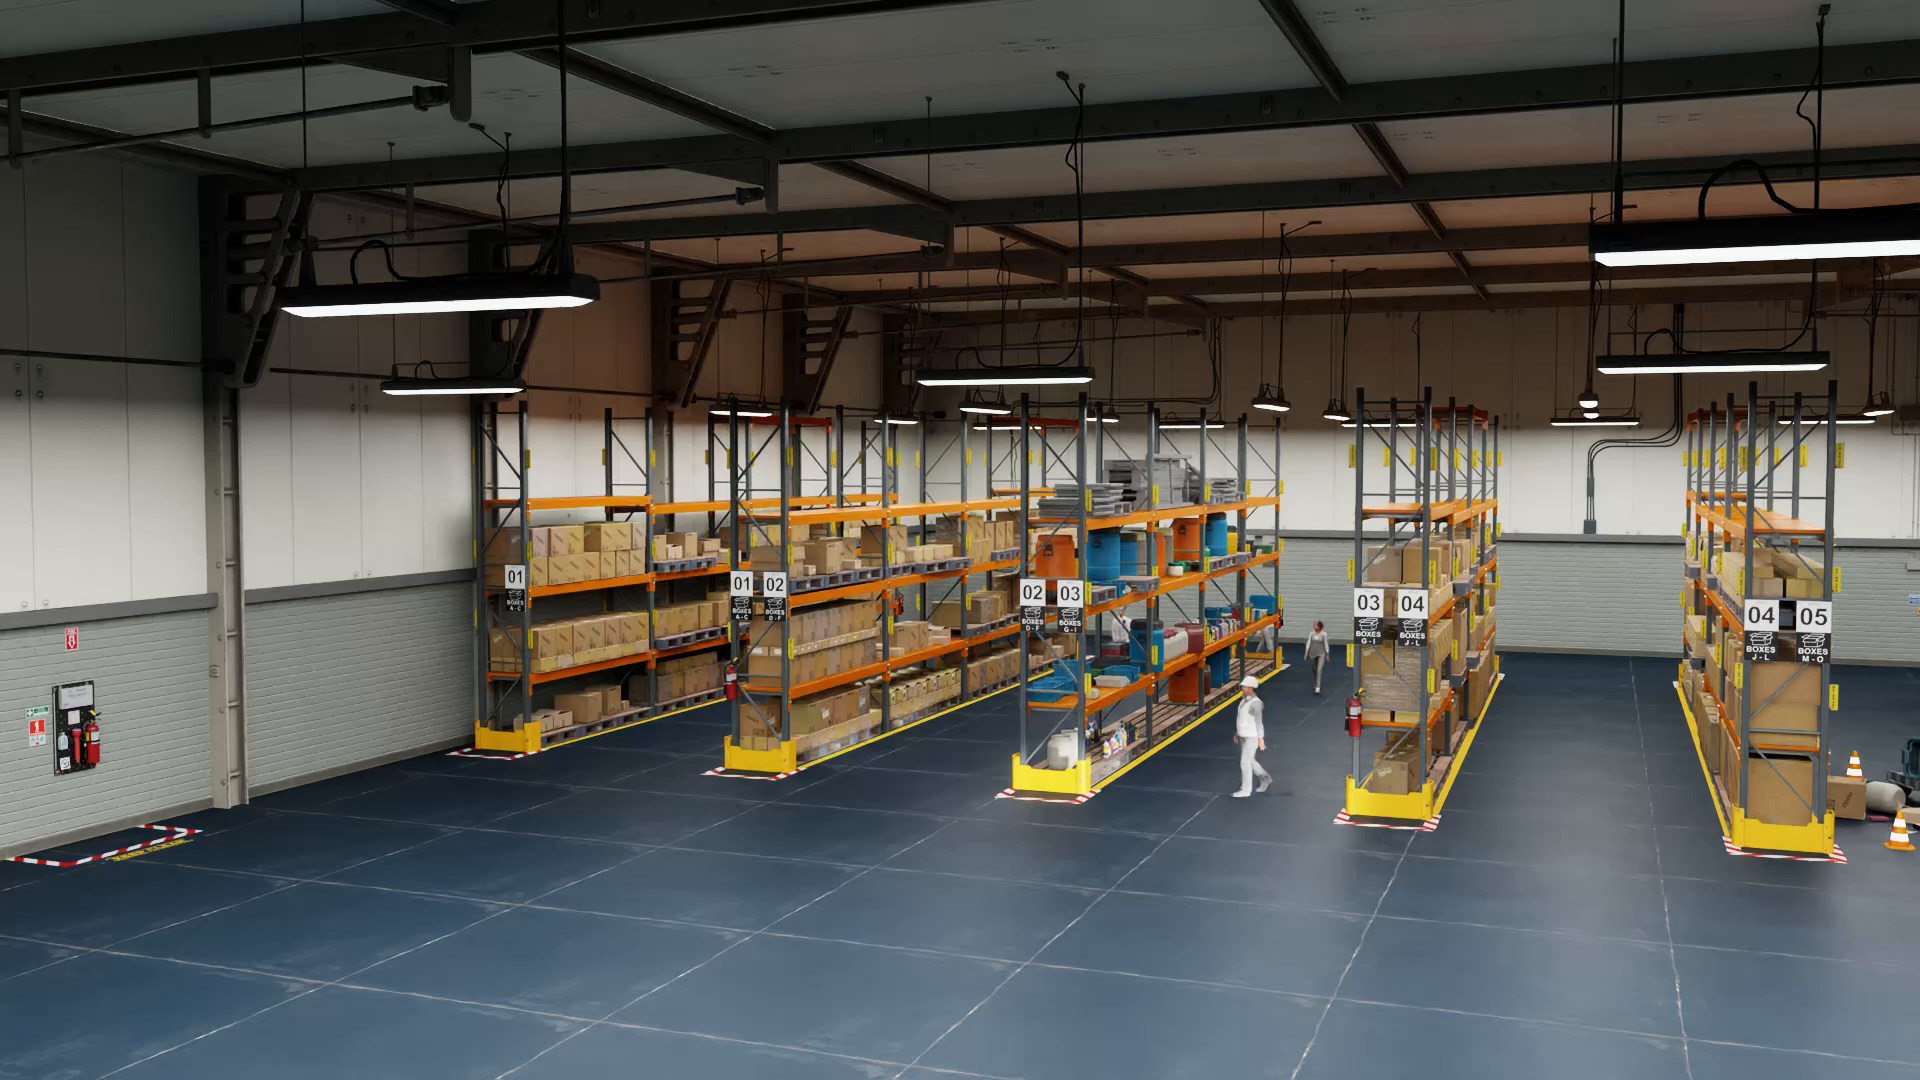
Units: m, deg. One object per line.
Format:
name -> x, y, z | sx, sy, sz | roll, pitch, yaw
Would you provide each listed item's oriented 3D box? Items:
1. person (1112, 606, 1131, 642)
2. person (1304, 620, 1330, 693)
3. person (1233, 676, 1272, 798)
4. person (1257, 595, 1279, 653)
person -> 3.744, 2.301, 38.423 | 0.469, 1.622, 1.061 | 0, 3, 10
person -> 7.667, 2.480, 35.701 | 0.511, 1.532, 0.998 | 1, 3, 20
person -> 4.353, 2.907, 24.743 | 0.729, 1.767, 0.531 | -1, 3, -11
person -> 7.644, 2.169, 41.133 | 0.508, 1.644, 0.900 | -2, 4, -39
